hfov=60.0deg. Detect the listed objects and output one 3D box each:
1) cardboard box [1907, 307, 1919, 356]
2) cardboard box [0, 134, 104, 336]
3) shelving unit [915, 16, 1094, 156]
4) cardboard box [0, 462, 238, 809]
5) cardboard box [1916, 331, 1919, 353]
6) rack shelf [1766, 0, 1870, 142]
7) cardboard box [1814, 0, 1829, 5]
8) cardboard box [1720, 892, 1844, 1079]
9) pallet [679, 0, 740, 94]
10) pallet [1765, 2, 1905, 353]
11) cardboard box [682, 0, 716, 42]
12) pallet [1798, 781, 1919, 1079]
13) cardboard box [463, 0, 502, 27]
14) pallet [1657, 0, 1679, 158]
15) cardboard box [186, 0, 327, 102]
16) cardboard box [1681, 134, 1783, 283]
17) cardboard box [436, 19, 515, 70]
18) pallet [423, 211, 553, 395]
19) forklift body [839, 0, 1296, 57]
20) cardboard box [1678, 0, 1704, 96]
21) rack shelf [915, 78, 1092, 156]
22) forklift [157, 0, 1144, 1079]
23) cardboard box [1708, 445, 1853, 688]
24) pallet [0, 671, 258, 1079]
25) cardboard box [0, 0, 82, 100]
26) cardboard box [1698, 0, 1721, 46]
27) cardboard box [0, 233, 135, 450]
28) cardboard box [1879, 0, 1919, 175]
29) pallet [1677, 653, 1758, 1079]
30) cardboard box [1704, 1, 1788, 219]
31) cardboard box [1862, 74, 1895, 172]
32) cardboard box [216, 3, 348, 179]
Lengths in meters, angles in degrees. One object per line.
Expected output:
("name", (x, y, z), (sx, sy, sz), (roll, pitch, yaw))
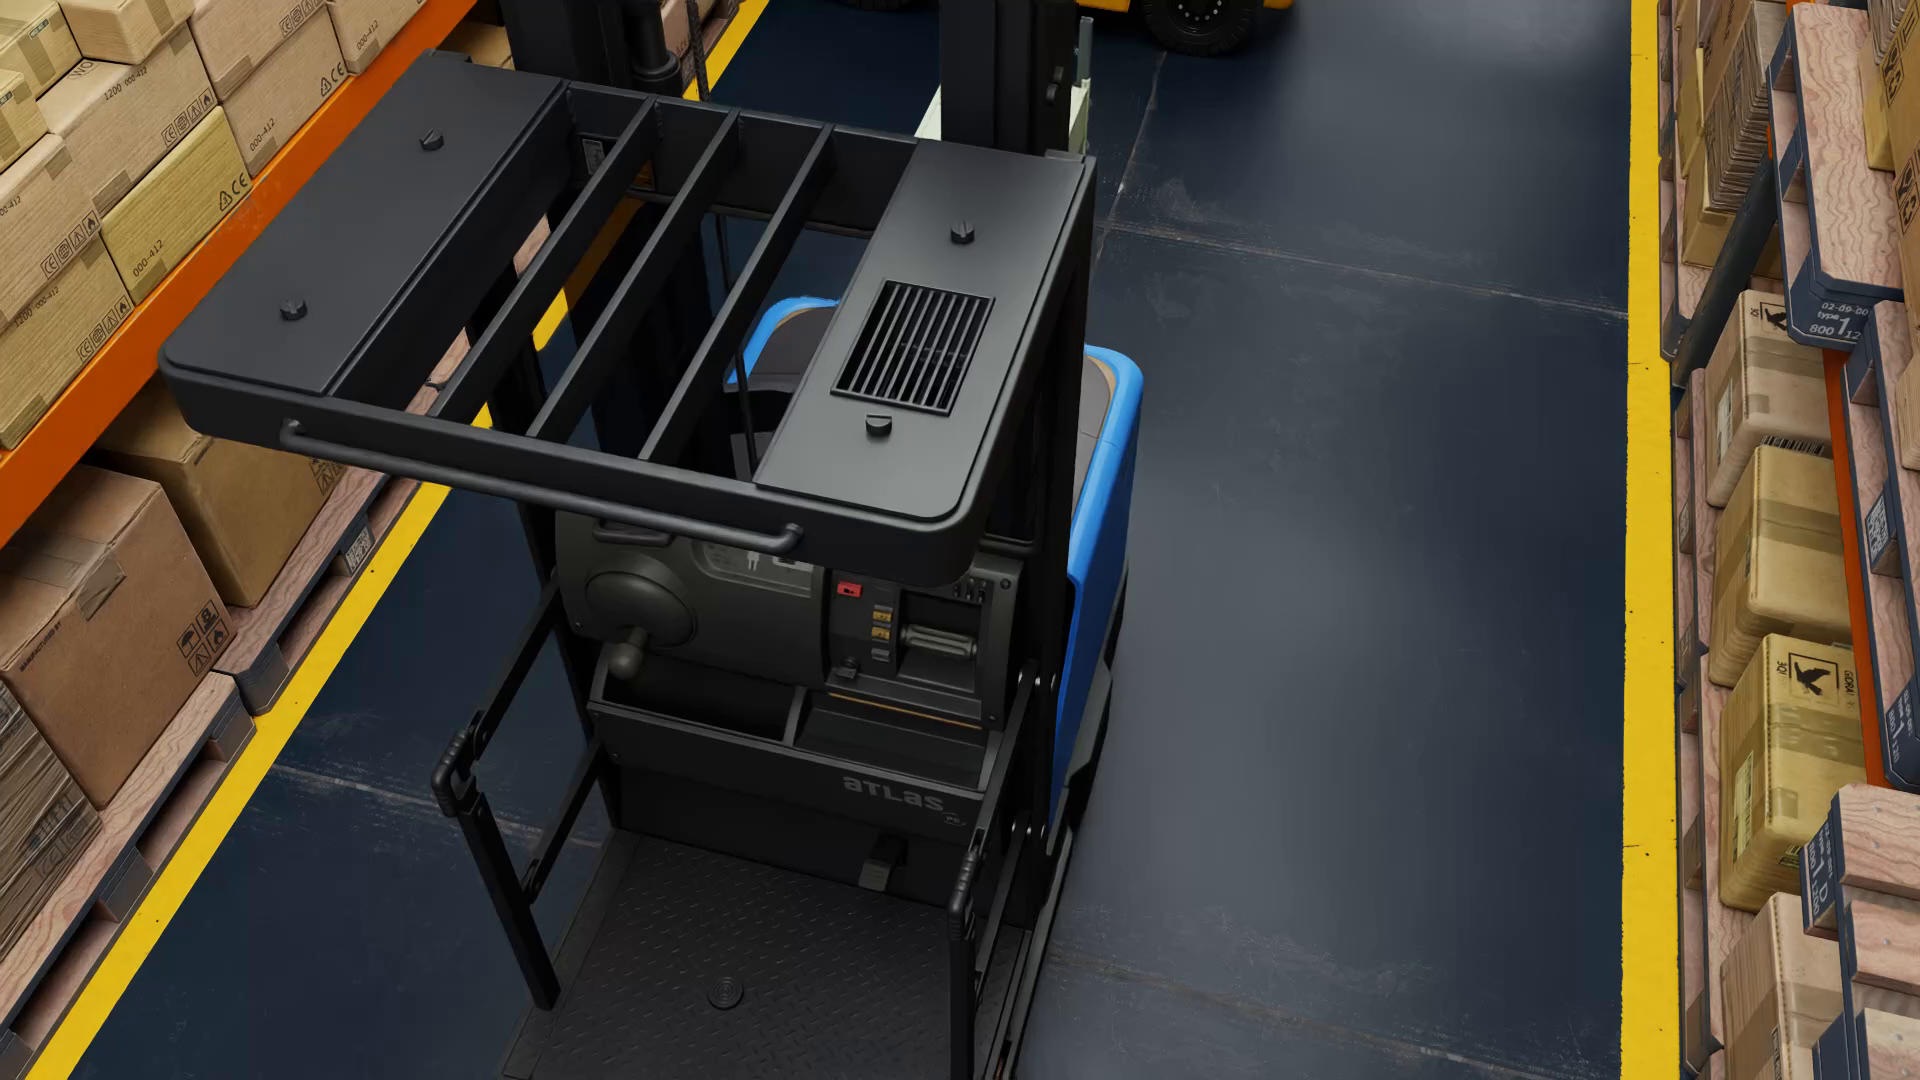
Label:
("cardboard box", (2.240, -0.421, 3.508), (0.380, 0.149, 0.250), (12, 50, 10))
("cardboard box", (-2.262, -0.667, 3.604), (0.500, 0.250, 0.500), (10, 49, 9))
("shelving unit", (0.069, -0.682, 4.851), (0.431, 1.500, 0.755), (12, 50, 10))
("cardboard box", (-2.561, 0.183, 4.392), (0.875, 0.625, 0.625), (13, 50, 11))
("cardboard box", (2.140, -0.355, 3.017), (0.500, 0.500, 0.500), (10, 49, 8))
("rack shelf", (3.466, -2.666, 6.082), (1.077, 0.370, 4.000), (12, 50, 10))
("cardboard box", (2.730, -1.667, 4.888), (0.380, 0.149, 0.250), (11, 50, 10))
("cardboard box", (2.232, 1.224, 3.642), (0.950, 0.372, 0.625), (11, 49, 9))
("pallet", (-1.600, -2.079, 6.944), (1.003, 0.211, 1.213), (12, 50, 10))
("pallet", (2.598, -0.870, 4.145), (1.003, 0.211, 1.213), (12, 50, 10))
("cardboard box", (-1.284, -2.319, 6.850), (0.500, 0.250, 0.500), (11, 49, 9))
("pallet", (1.972, 0.962, 2.528), (1.213, 0.211, 1.003), (12, 50, 10))
("cardboard box", (-1.919, -2.222, 6.431), (0.500, 0.250, 0.500), (11, 49, 9))
("pallet", (3.402, -1.913, 6.798), (1.003, 0.211, 1.213), (12, 50, 10))
("cardboard box", (-2.001, -1.403, 4.254), (0.500, 0.250, 0.500), (12, 50, 11))
("cardboard box", (2.836, -1.168, 5.834), (0.500, 0.250, 0.500), (14, 50, 12))
("cardboard box", (-1.976, -1.408, 5.796), (0.875, 0.625, 0.625), (14, 50, 12))
("pallet", (-2.006, -0.971, 5.966), (1.003, 0.211, 1.213), (12, 50, 10))
("forklift body", (0.464, -3.315, 6.742), (2.313, 2.155, 1.214), (12, 50, 10))
("cardboard box", (3.105, -1.922, 6.499), (0.500, 0.250, 0.500), (12, 50, 11))
("rack shelf", (0.069, -0.940, 4.559), (0.431, 0.370, 0.720), (12, 50, 10))
("forklift", (-0.401, 0.235, 3.088), (1.130, 2.935, 3.031), (12, 50, 10))
("cardboard box", (2.618, 0.173, 4.569), (0.950, 0.372, 0.625), (14, 50, 12))
("pallet", (-2.648, 0.794, 4.409), (1.003, 0.211, 1.213), (12, 50, 10))
("cardboard box", (-2.230, -1.104, 3.725), (0.380, 0.149, 0.250), (12, 50, 10))
("cardboard box", (3.102, -2.154, 6.204), (0.500, 0.500, 0.500), (14, 50, 12))
("cardboard box", (-2.284, -0.501, 3.792), (0.500, 0.250, 0.500), (10, 49, 9))
("cardboard box", (2.409, -1.083, 3.660), (0.500, 0.500, 0.500), (12, 50, 10))
("pallet", (2.417, 0.914, 4.303), (1.003, 0.211, 1.213), (12, 50, 10))
("cardboard box", (2.837, -1.416, 5.553), (0.500, 0.500, 0.500), (11, 49, 10))
("cardboard box", (2.415, -0.997, 4.017), (0.380, 0.149, 0.250), (12, 50, 11))
("cardboard box", (-2.017, -1.251, 4.453), (0.500, 0.250, 0.500), (12, 50, 10))
